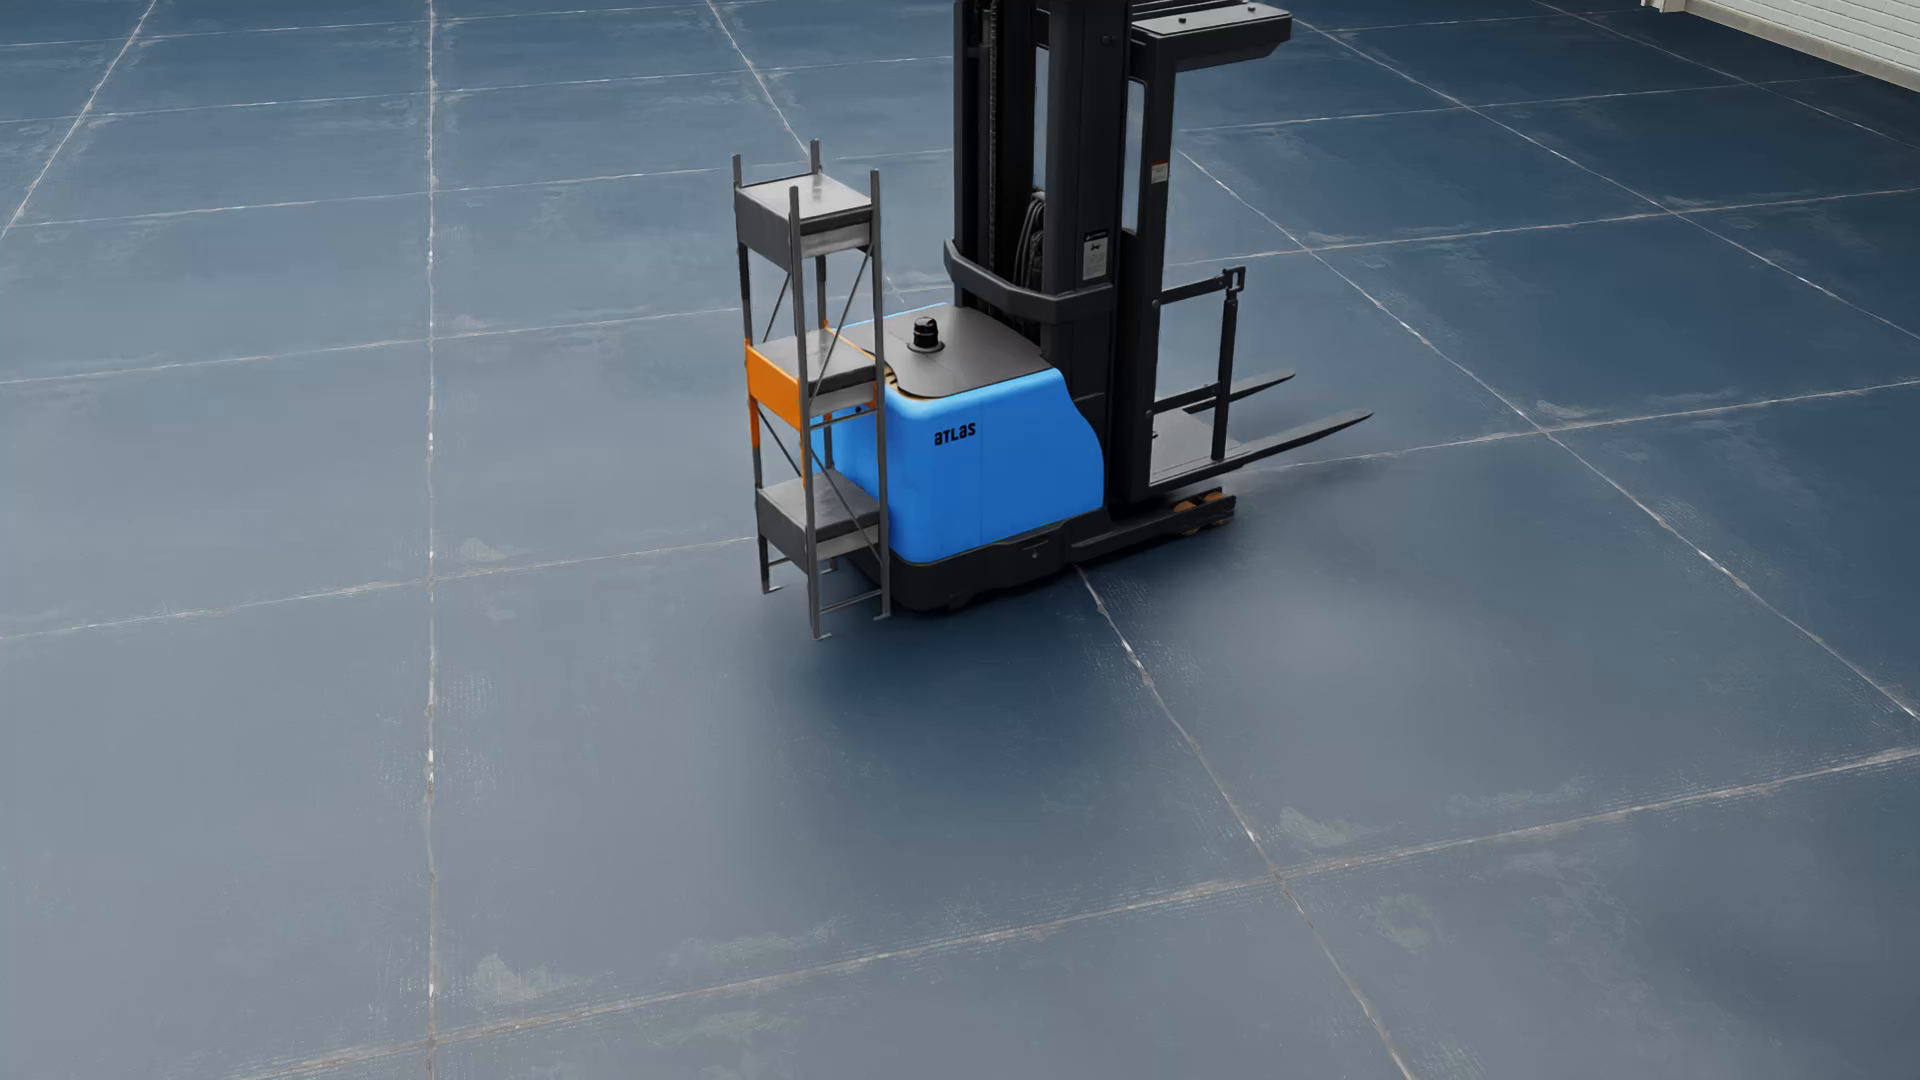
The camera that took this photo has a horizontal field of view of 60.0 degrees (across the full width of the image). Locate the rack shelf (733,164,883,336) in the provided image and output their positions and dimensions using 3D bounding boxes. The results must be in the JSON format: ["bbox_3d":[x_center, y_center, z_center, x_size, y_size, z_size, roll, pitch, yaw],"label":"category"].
[{"bbox_3d":[-0.625,-1.203,6.863,0.431,0.518,0.480,-18,35,-29],"label":"rack shelf"}]

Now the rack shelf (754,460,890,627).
[{"bbox_3d":[-0.625,0.008,7.564,0.431,0.518,0.480,-18,35,-29],"label":"rack shelf"}]

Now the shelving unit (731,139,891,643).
[{"bbox_3d":[-0.625,-0.609,7.206,0.431,2.100,0.503,-18,35,-29],"label":"shelving unit"}]

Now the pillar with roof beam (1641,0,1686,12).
[{"bbox_3d":[3.655,-9.230,15.213,9.100,9.000,0.400,-8,31,-13],"label":"pillar with roof beam"}]

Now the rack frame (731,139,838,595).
[{"bbox_3d":[-0.760,-0.711,7.382,0.400,2.100,0.015,-18,35,-29],"label":"rack frame"}]

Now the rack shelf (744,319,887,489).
[{"bbox_3d":[-0.625,-0.597,7.213,0.431,0.518,0.480,-18,35,-29],"label":"rack shelf"}]

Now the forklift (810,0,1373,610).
[{"bbox_3d":[0.785,-1.496,7.908,3.031,2.935,1.130,-18,35,-28],"label":"forklift"}]

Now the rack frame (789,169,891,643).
[{"bbox_3d":[-0.490,-0.507,7.030,0.400,2.100,0.015,-18,35,-29],"label":"rack frame"}]
